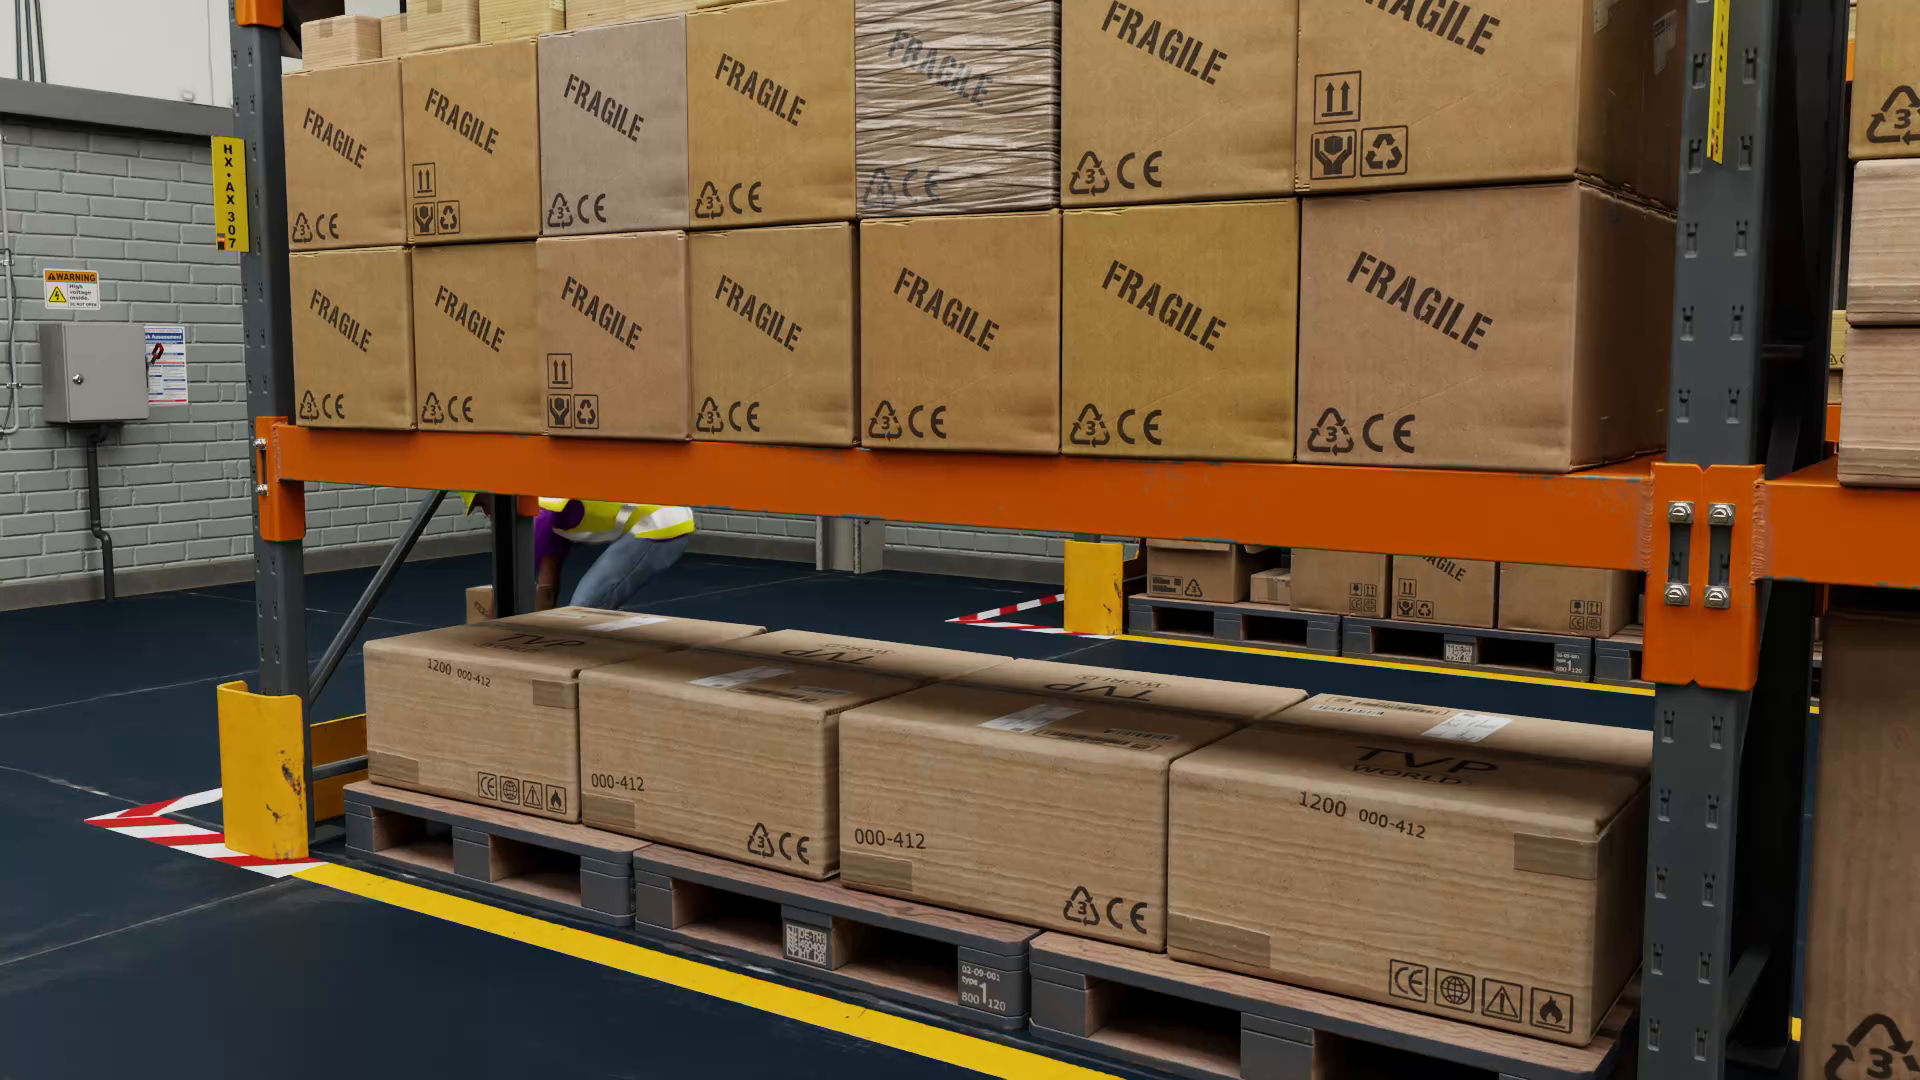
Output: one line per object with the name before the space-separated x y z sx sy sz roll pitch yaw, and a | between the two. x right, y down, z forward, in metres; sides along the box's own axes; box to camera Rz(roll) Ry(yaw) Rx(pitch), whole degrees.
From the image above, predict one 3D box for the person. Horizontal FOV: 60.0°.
person | -1.575 0.188 6.854 0.963 1.133 0.502 -1 6 -6
